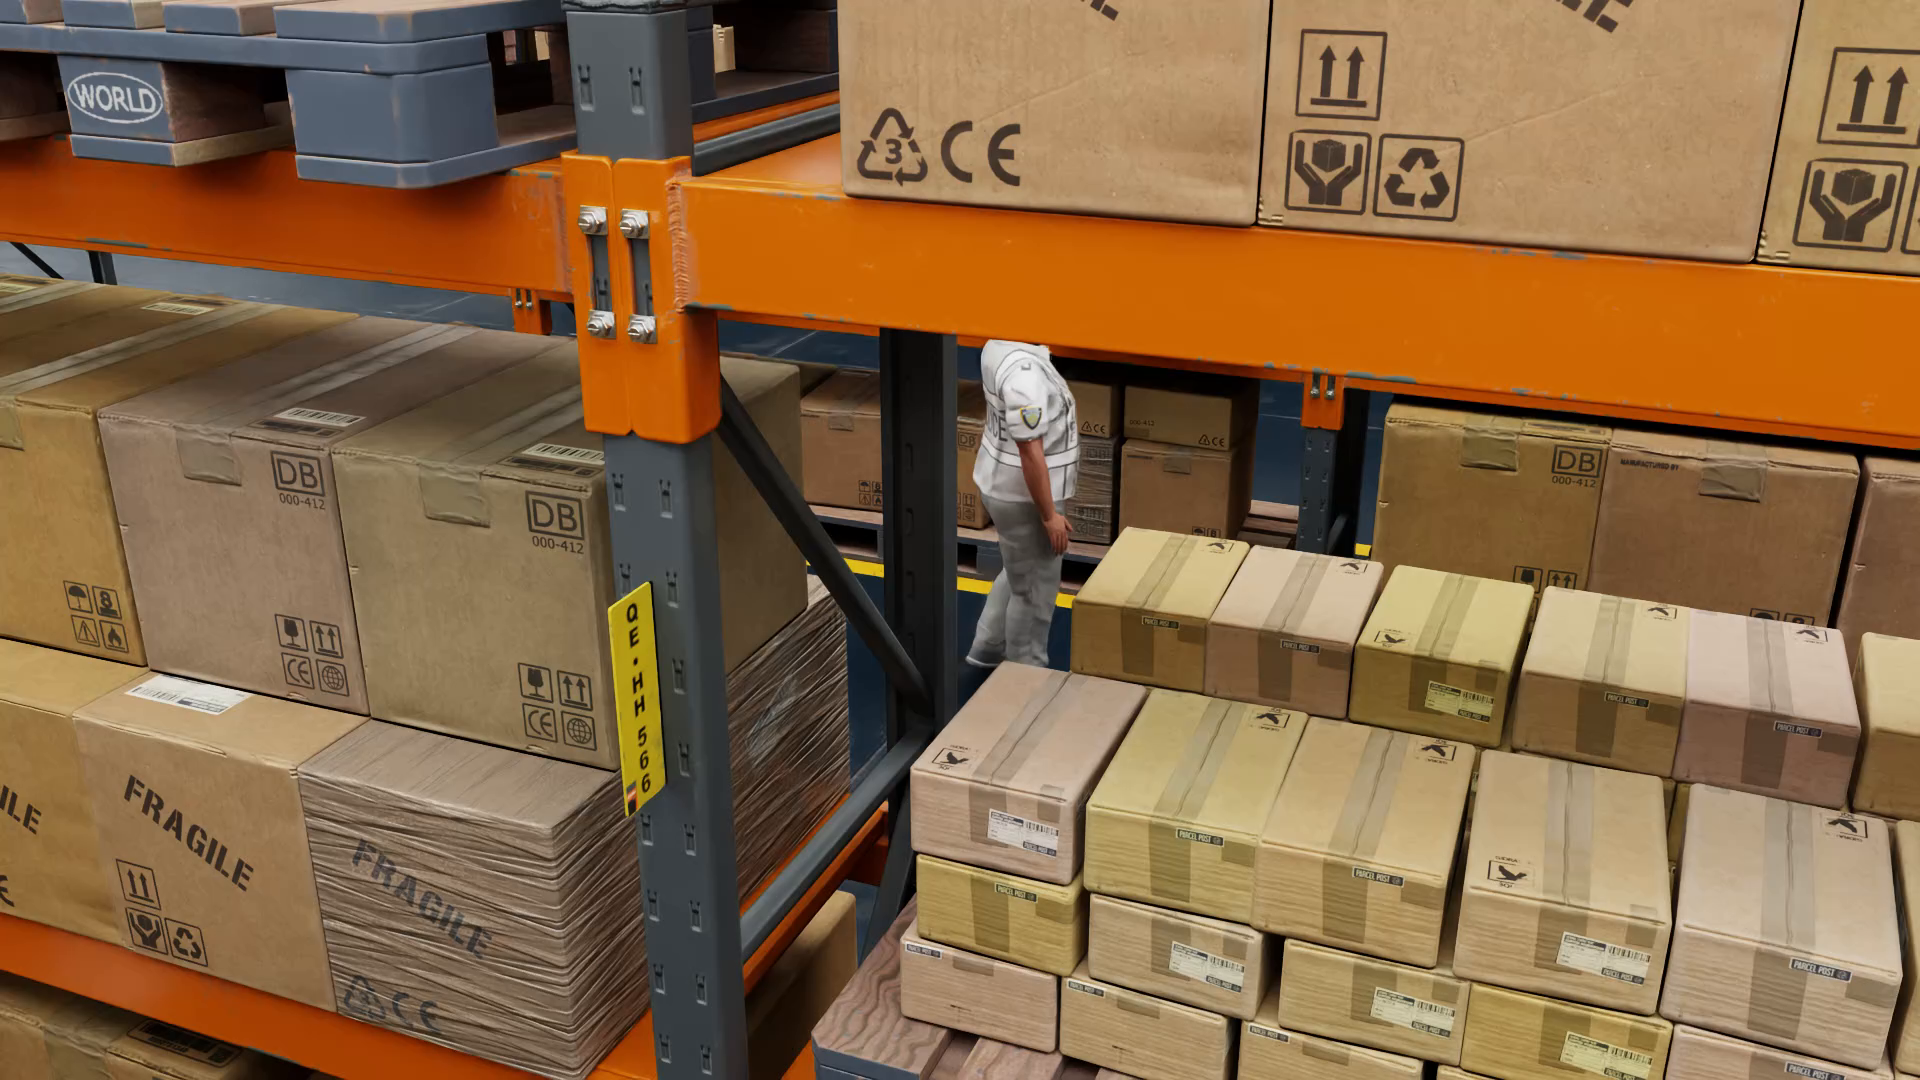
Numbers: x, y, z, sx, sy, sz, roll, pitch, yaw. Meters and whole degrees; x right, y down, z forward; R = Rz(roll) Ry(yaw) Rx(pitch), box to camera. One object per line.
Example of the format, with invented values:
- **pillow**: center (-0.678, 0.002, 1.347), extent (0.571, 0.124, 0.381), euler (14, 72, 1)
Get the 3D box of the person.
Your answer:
- **person**: center (0.263, -0.194, 6.520), extent (0.439, 1.779, 0.627), euler (-5, 23, -11)
